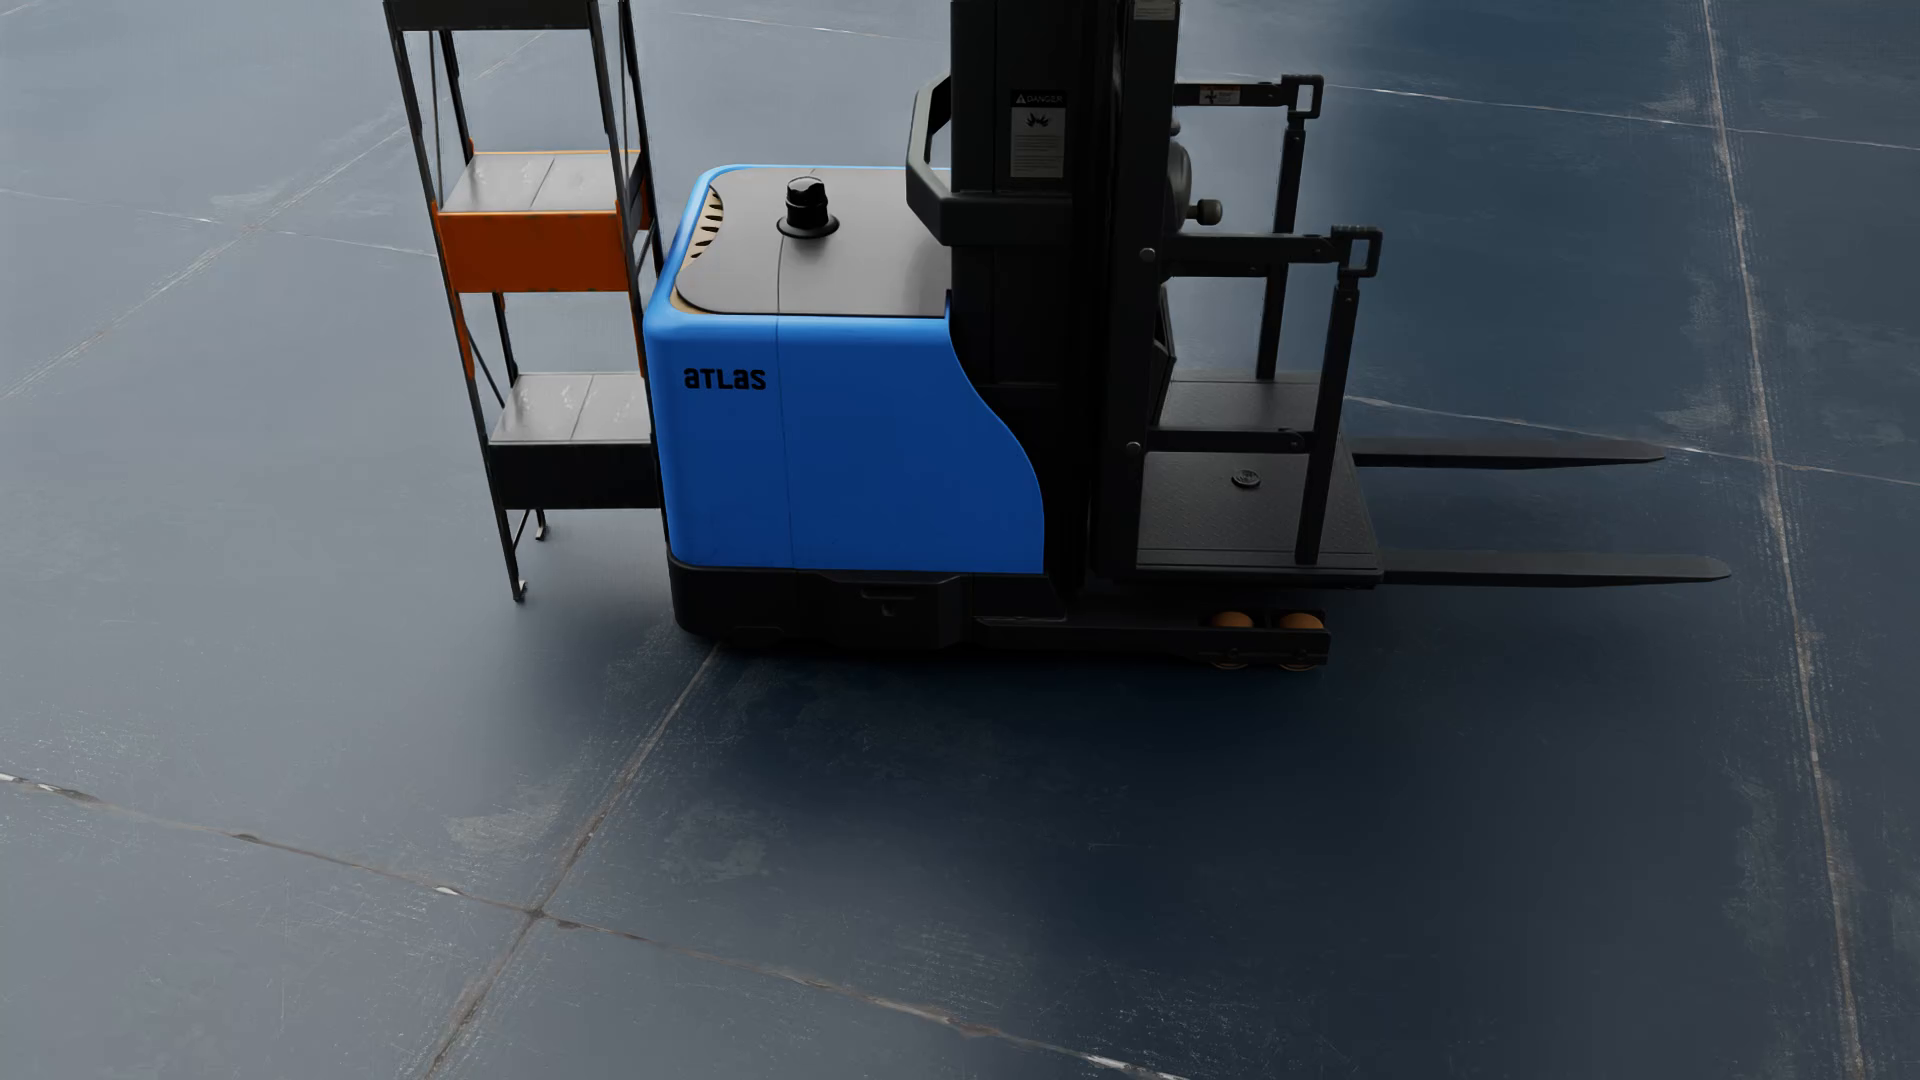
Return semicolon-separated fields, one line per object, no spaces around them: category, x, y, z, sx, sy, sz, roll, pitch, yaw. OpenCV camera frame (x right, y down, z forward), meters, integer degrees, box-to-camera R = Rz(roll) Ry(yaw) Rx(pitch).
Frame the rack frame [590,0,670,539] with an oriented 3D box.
rack frame;-0.859;-0.784;4.533;0.015;2.100;0.400;0;36;1

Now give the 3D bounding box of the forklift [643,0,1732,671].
forklift;0.700;-1.129;4.312;3.031;2.935;1.130;1;36;2

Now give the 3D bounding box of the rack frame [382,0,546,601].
rack frame;-1.347;-0.780;4.538;0.015;2.100;0.400;0;36;1

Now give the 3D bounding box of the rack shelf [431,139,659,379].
rack shelf;-1.103;-0.771;4.544;0.480;0.518;0.431;0;36;1

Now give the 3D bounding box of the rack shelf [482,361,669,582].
rack shelf;-1.093;-0.208;4.958;0.480;0.518;0.431;0;36;1

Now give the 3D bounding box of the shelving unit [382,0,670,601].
shelving unit;-1.103;-0.782;4.536;0.503;2.100;0.431;0;36;1

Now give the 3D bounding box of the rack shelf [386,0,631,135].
rack shelf;-1.112;-1.335;4.129;0.480;0.518;0.431;0;36;1
